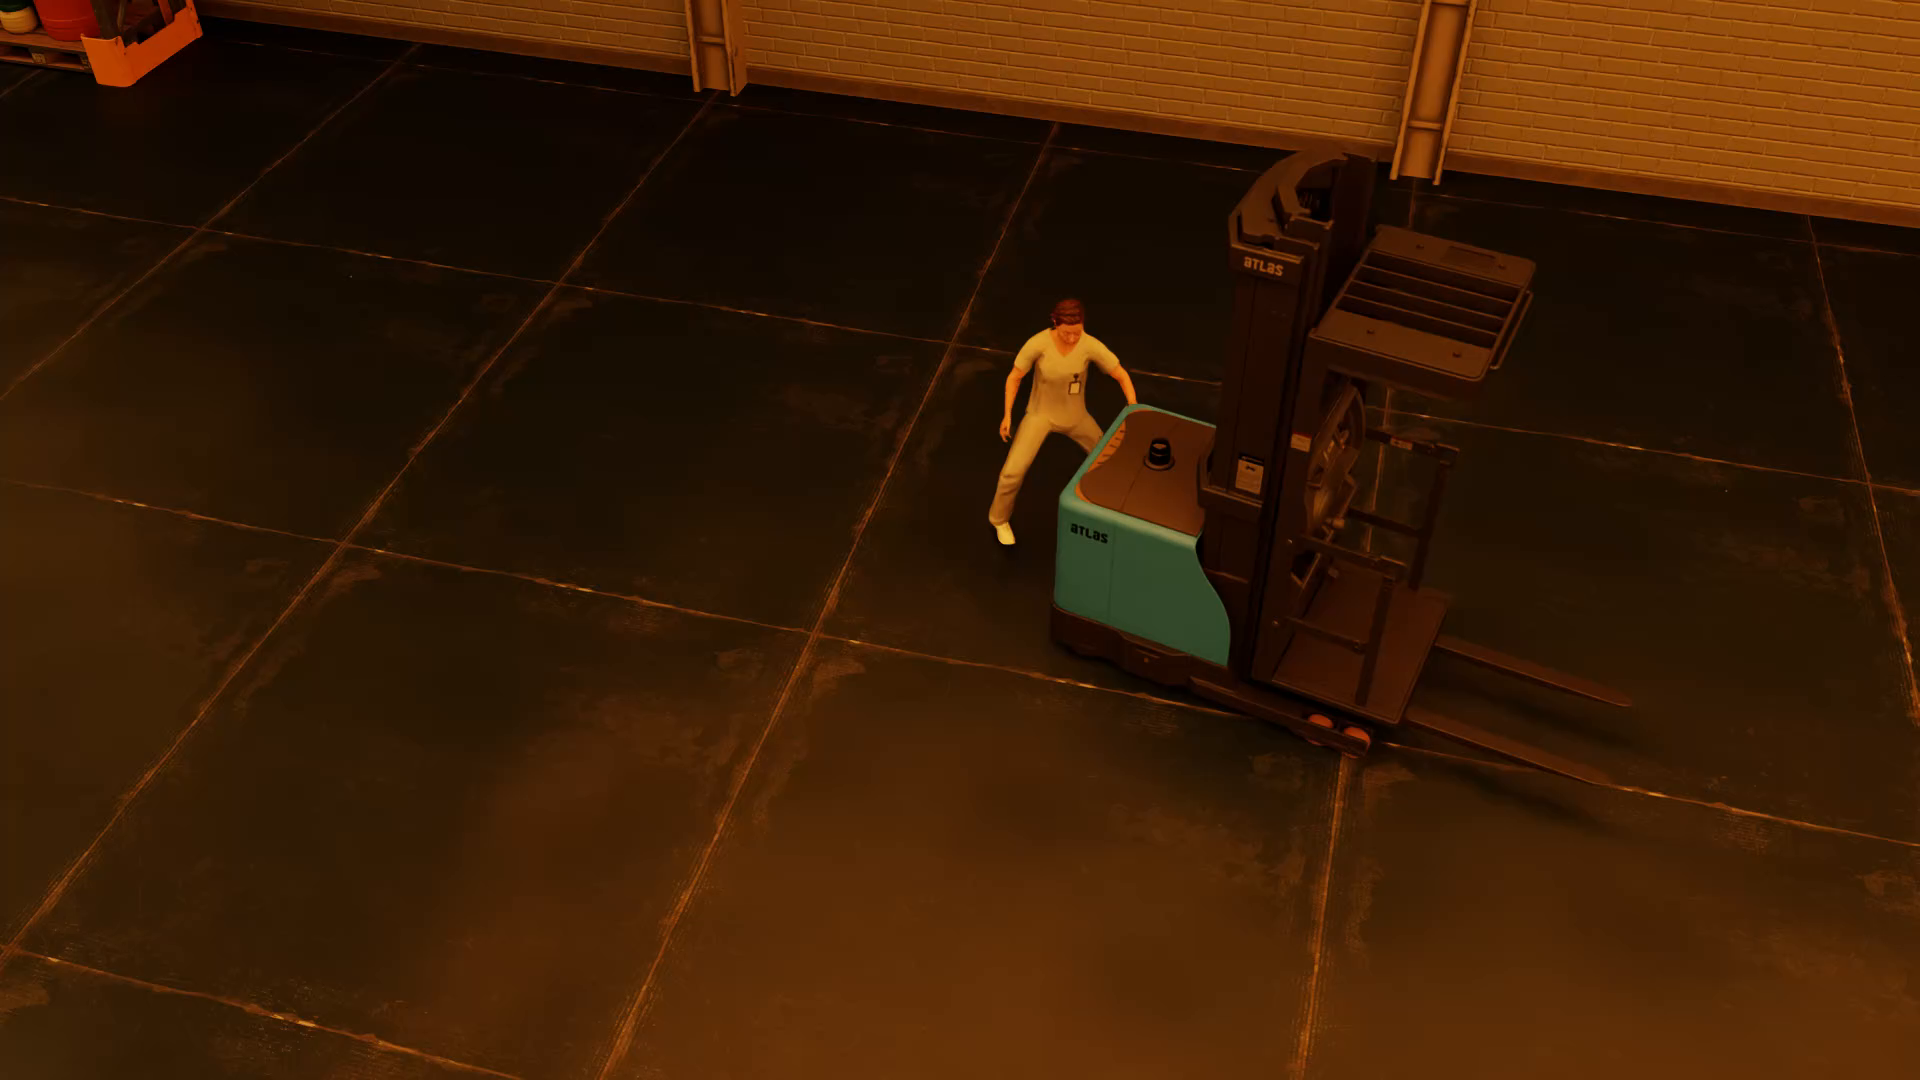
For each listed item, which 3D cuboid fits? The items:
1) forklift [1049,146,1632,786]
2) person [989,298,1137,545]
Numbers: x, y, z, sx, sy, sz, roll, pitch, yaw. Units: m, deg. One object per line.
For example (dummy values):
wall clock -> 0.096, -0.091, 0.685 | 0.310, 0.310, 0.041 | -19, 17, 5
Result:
forklift -> 2.055, -0.355, 8.267 | 3.031, 2.935, 1.130 | 19, 45, 20
person -> 0.621, -0.724, 9.780 | 0.900, 1.554, 0.795 | 0, 41, 0
